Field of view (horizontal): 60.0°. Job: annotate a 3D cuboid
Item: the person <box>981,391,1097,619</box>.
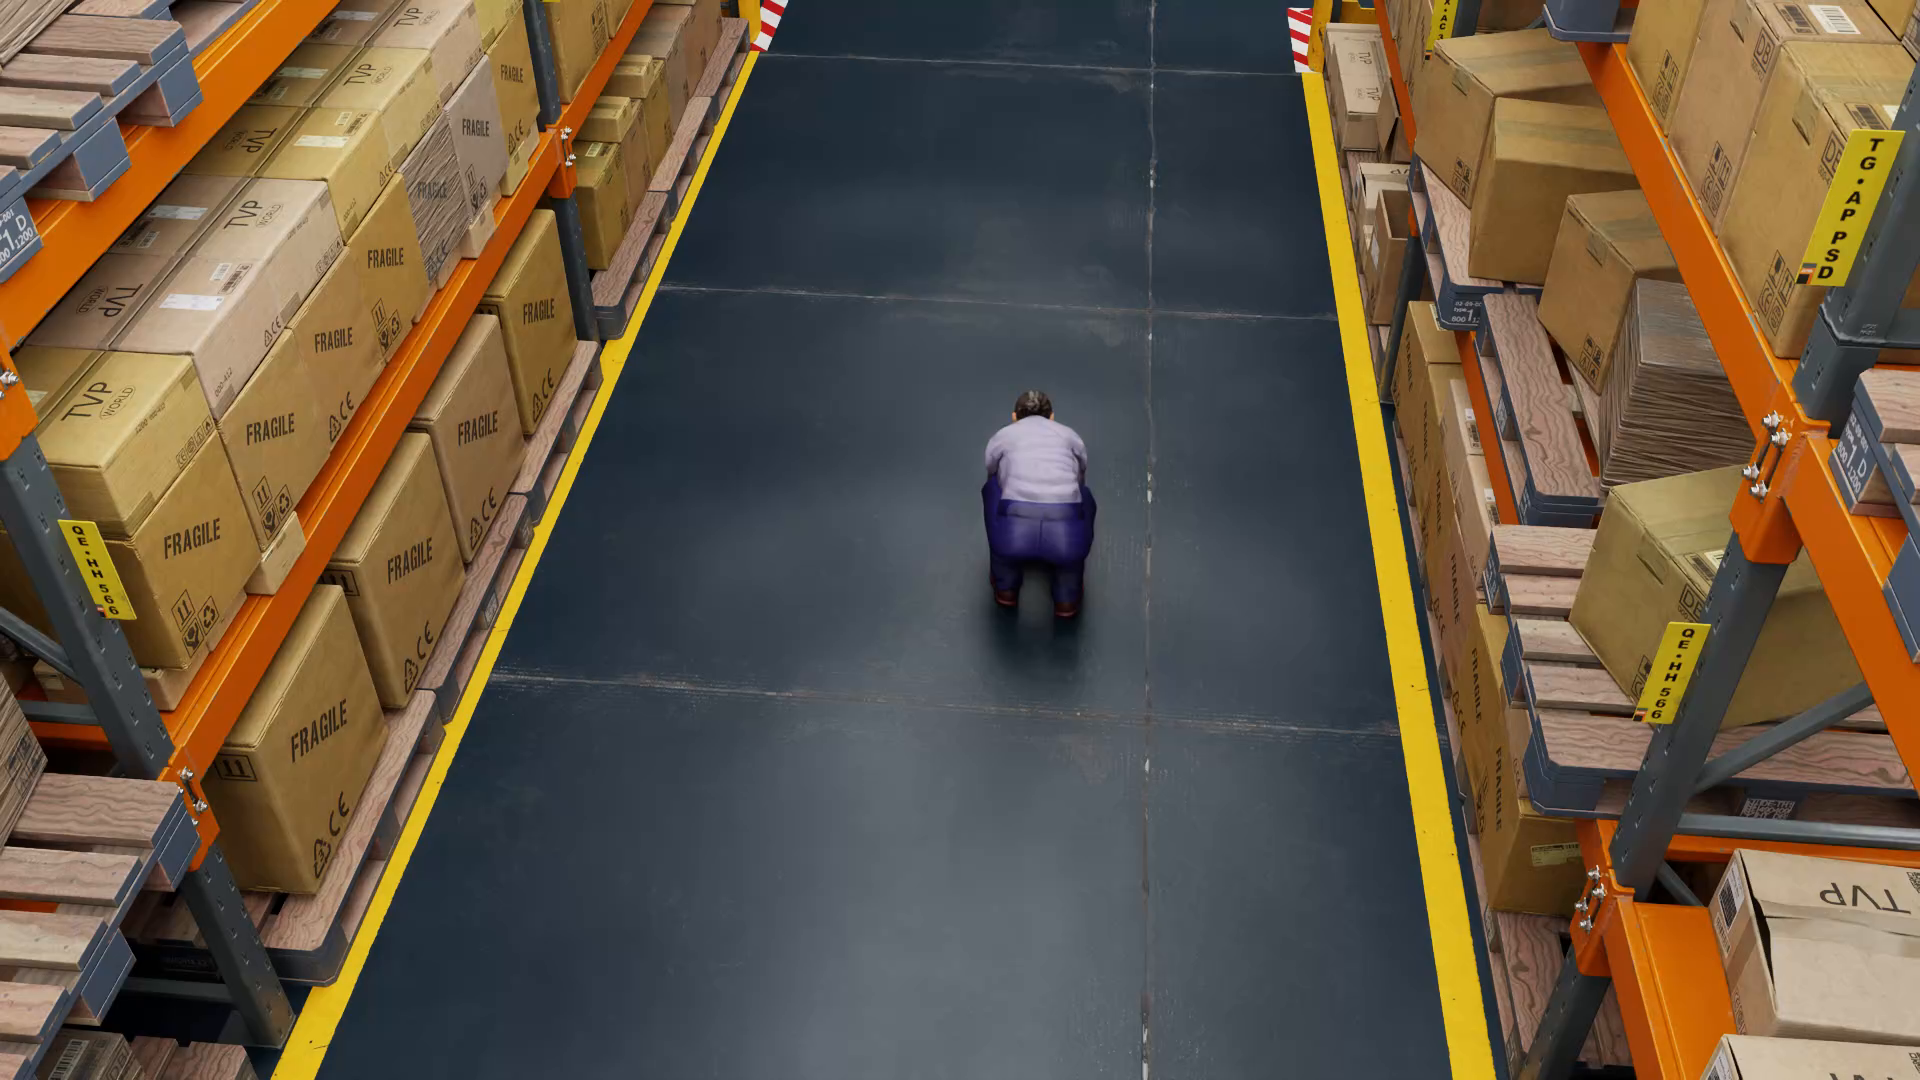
[{"bbox_3d":[0.333,-0.126,7.039,0.495,0.745,0.892,2,40,3],"label":"person"}]
